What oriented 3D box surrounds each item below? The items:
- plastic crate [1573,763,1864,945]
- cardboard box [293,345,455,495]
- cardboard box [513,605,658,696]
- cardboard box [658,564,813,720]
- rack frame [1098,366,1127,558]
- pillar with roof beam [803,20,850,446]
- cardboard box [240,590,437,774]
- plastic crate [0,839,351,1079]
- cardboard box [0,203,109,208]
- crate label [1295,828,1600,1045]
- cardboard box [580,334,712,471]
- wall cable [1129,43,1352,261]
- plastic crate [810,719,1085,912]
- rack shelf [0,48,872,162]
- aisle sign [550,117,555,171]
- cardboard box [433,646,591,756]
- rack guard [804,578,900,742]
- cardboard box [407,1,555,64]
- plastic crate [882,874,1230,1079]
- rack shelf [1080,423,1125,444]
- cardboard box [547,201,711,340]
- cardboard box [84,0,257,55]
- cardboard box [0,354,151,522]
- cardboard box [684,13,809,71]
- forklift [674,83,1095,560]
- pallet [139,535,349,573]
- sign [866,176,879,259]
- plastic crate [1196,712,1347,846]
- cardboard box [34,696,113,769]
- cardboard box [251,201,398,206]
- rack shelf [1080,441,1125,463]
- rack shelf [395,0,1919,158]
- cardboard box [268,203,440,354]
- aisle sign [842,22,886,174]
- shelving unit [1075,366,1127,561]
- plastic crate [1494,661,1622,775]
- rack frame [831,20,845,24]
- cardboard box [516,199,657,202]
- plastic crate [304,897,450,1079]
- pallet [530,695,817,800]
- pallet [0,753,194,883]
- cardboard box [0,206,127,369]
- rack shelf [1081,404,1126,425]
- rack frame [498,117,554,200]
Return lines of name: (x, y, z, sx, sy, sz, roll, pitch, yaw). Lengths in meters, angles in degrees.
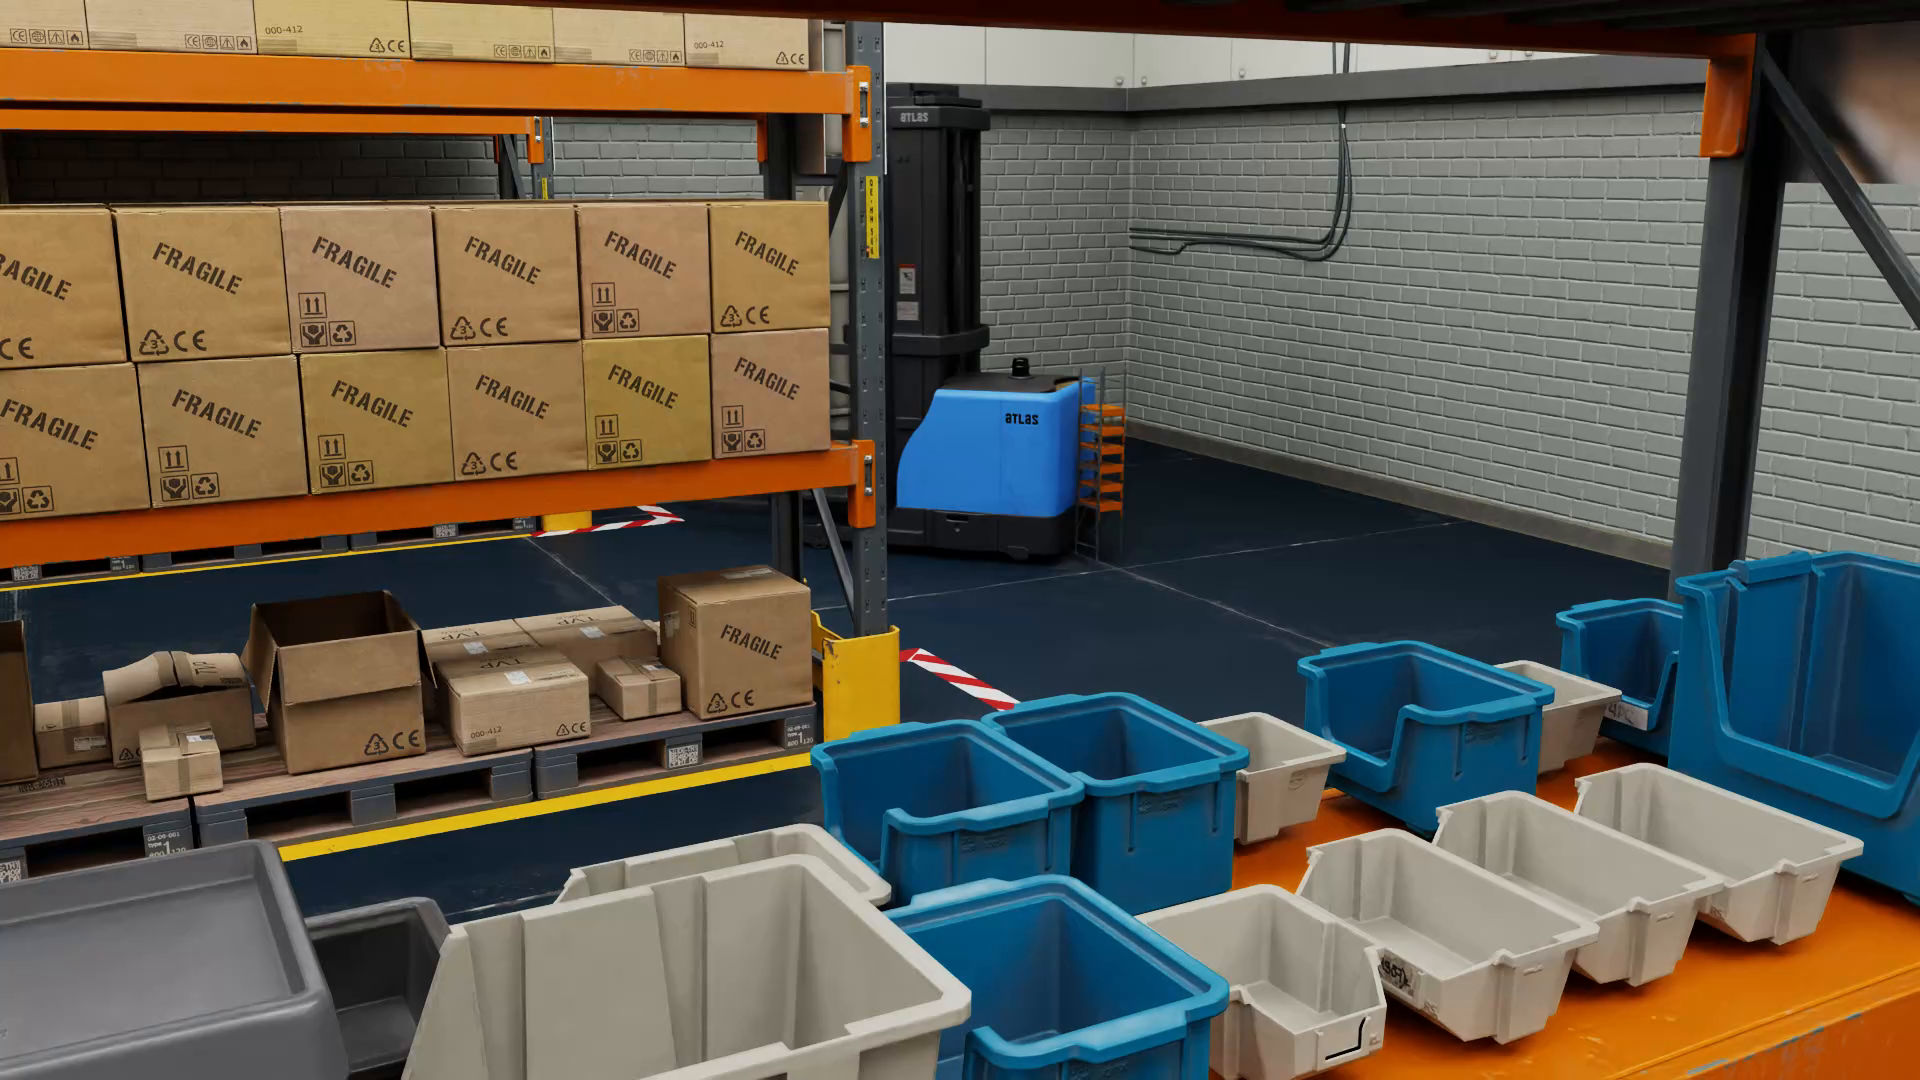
plastic crate: (1.140, 0.488, 2.575, 0.243, 0.136, 0.396, -7, 14, -28)
cardboard box: (-2.200, -0.477, 6.169, 0.500, 0.500, 0.500, -7, 14, -29)
cardboard box: (-1.653, 0.494, 7.341, 0.500, 0.250, 0.500, -7, 14, -28)
cardboard box: (-0.960, 0.422, 7.093, 0.500, 0.500, 0.500, -7, 14, -28)
rack frame: (0.965, -0.494, 10.567, 0.006, 1.200, 0.240, -7, 14, -32)
pillar with roof beam: (1.040, -4.190, 9.230, 0.400, 9.000, 9.100, -7, 14, -28)
cardboard box: (-2.465, 0.538, 6.571, 0.637, 0.503, 0.797, -7, 14, -28)
plastic crate: (-0.838, 0.582, 1.408, 0.583, 0.464, 0.402, -7, 14, -28)
cardboard box: (-3.344, -0.961, 6.041, 0.500, 0.500, 0.500, -7, 15, -29)
crate label: (0.646, 0.549, 2.300, 0.243, 0.136, 0.396, -7, 14, -28)
cardboard box: (-1.317, -0.581, 6.633, 0.500, 0.500, 0.500, -7, 14, -27)
wall cable: (2.158, -3.580, 13.592, 0.112, 2.526, 3.097, -7, 14, -28)
plastic crate: (-0.025, 0.453, 2.511, 0.300, 0.233, 0.416, -7, 14, -28)
rack shelf: (-2.357, -1.589, 6.147, 4.000, 0.370, 1.077, -7, 14, -28)
aisle sign: (-2.771, -2.860, 11.063, 0.004, 0.787, 0.394, -7, 14, -28)
cardboard box: (-1.809, 0.638, 6.702, 0.500, 0.250, 0.500, -7, 14, -28)
rack guard: (-0.668, 0.540, 7.571, 0.348, 0.500, 1.175, -7, 14, -28)
cardboard box: (-1.802, -1.867, 6.084, 0.500, 0.250, 0.500, -7, 14, -28)
plastic crate: (0.089, 0.585, 1.921, 0.300, 0.233, 0.416, -7, 14, -28)
rack shelf: (0.889, -0.676, 10.479, 0.180, 0.103, 0.258, -7, 14, -32)
cardboard box: (-1.303, -1.071, 6.531, 0.500, 0.500, 0.500, -6, 14, -26)
cardboard box: (-2.686, -1.764, 5.627, 0.500, 0.250, 0.500, -7, 14, -28)
cardboard box: (-3.086, -0.371, 5.698, 0.500, 0.500, 0.500, -7, 14, -27)
cardboard box: (-0.926, -1.973, 6.553, 0.500, 0.250, 0.500, -7, 14, -28)
forklift: (-0.665, -1.477, 10.996, 3.031, 2.935, 1.130, 4, 13, 19)
pallet: (-4.712, -0.055, 10.871, 1.213, 0.211, 1.003, -7, 14, -28)
sign: (-0.353, -1.297, 6.686, 0.005, 0.325, 0.100, -7, 14, -28)
plastic crate: (0.478, 0.419, 2.881, 0.298, 0.136, 0.250, -7, 14, -28)
cardboard box: (-3.447, 0.744, 6.463, 0.250, 0.149, 0.380, -7, 14, -28)
cardboard box: (-2.459, -1.066, 6.511, 0.500, 0.500, 0.500, -7, 14, -28)
rack shelf: (0.888, -0.559, 10.503, 0.180, 0.103, 0.258, -7, 14, -32)
rack shelf: (0.014, -0.635, 1.903, 4.000, 0.370, 1.077, -7, 14, -28)
cardboard box: (-2.207, -0.961, 6.044, 0.500, 0.500, 0.500, -6, 14, -26)
aisle sign: (-0.394, -1.904, 6.816, 0.004, 0.787, 0.394, -7, 14, -28)
shelving unit: (0.887, -0.485, 10.519, 0.189, 1.200, 0.258, -7, 14, -32)
plastic crate: (1.073, 0.347, 3.198, 0.298, 0.136, 0.250, -7, 14, -28)
rack frame: (-0.601, -3.614, 6.673, 0.127, 3.000, 1.000, -7, 14, -28)
cardboard box: (-1.572, -1.172, 6.979, 0.500, 0.500, 0.500, -7, 14, -27)
plastic crate: (-0.888, 0.624, 1.996, 0.590, 0.125, 0.437, -7, 14, -28)
pallet: (-1.367, 0.765, 7.229, 1.213, 0.211, 1.003, -7, 14, -28)
pallet: (-3.509, 1.022, 6.089, 1.213, 0.211, 1.003, -7, 14, -28)
cardboard box: (-3.111, -0.853, 5.562, 0.500, 0.500, 0.500, -7, 15, -30)
rack shelf: (0.890, -0.793, 10.454, 0.180, 0.103, 0.258, -7, 14, -32)
rack frame: (-2.978, -1.642, 11.572, 0.127, 3.000, 1.000, -7, 14, -28)
